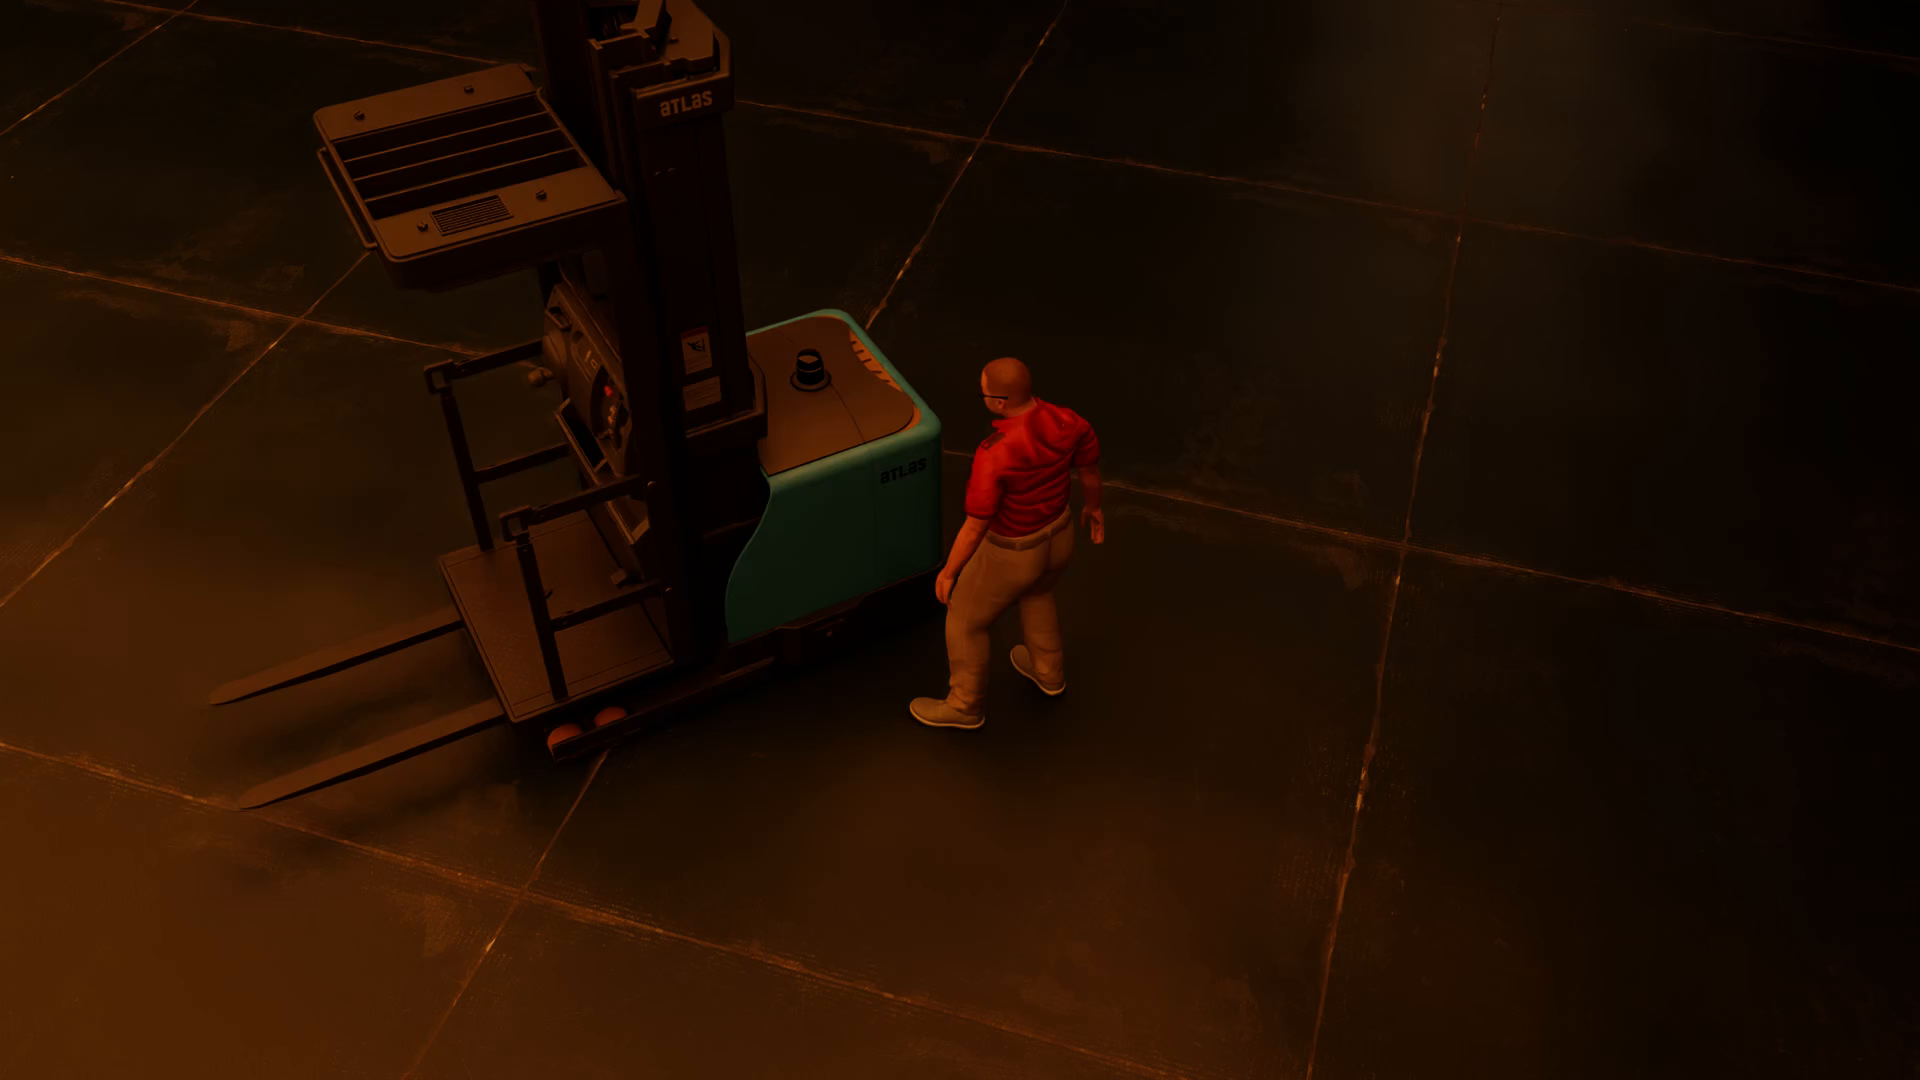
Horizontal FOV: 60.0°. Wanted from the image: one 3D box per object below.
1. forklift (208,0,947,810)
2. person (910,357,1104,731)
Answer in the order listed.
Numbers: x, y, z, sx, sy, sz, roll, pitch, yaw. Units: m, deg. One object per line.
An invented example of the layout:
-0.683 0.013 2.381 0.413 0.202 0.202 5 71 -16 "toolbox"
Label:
-1.602 -0.569 6.300 3.031 2.935 1.130 -20 47 -21 "forklift"
0.206 0.011 6.584 0.842 1.702 0.390 -32 52 -30 "person"
